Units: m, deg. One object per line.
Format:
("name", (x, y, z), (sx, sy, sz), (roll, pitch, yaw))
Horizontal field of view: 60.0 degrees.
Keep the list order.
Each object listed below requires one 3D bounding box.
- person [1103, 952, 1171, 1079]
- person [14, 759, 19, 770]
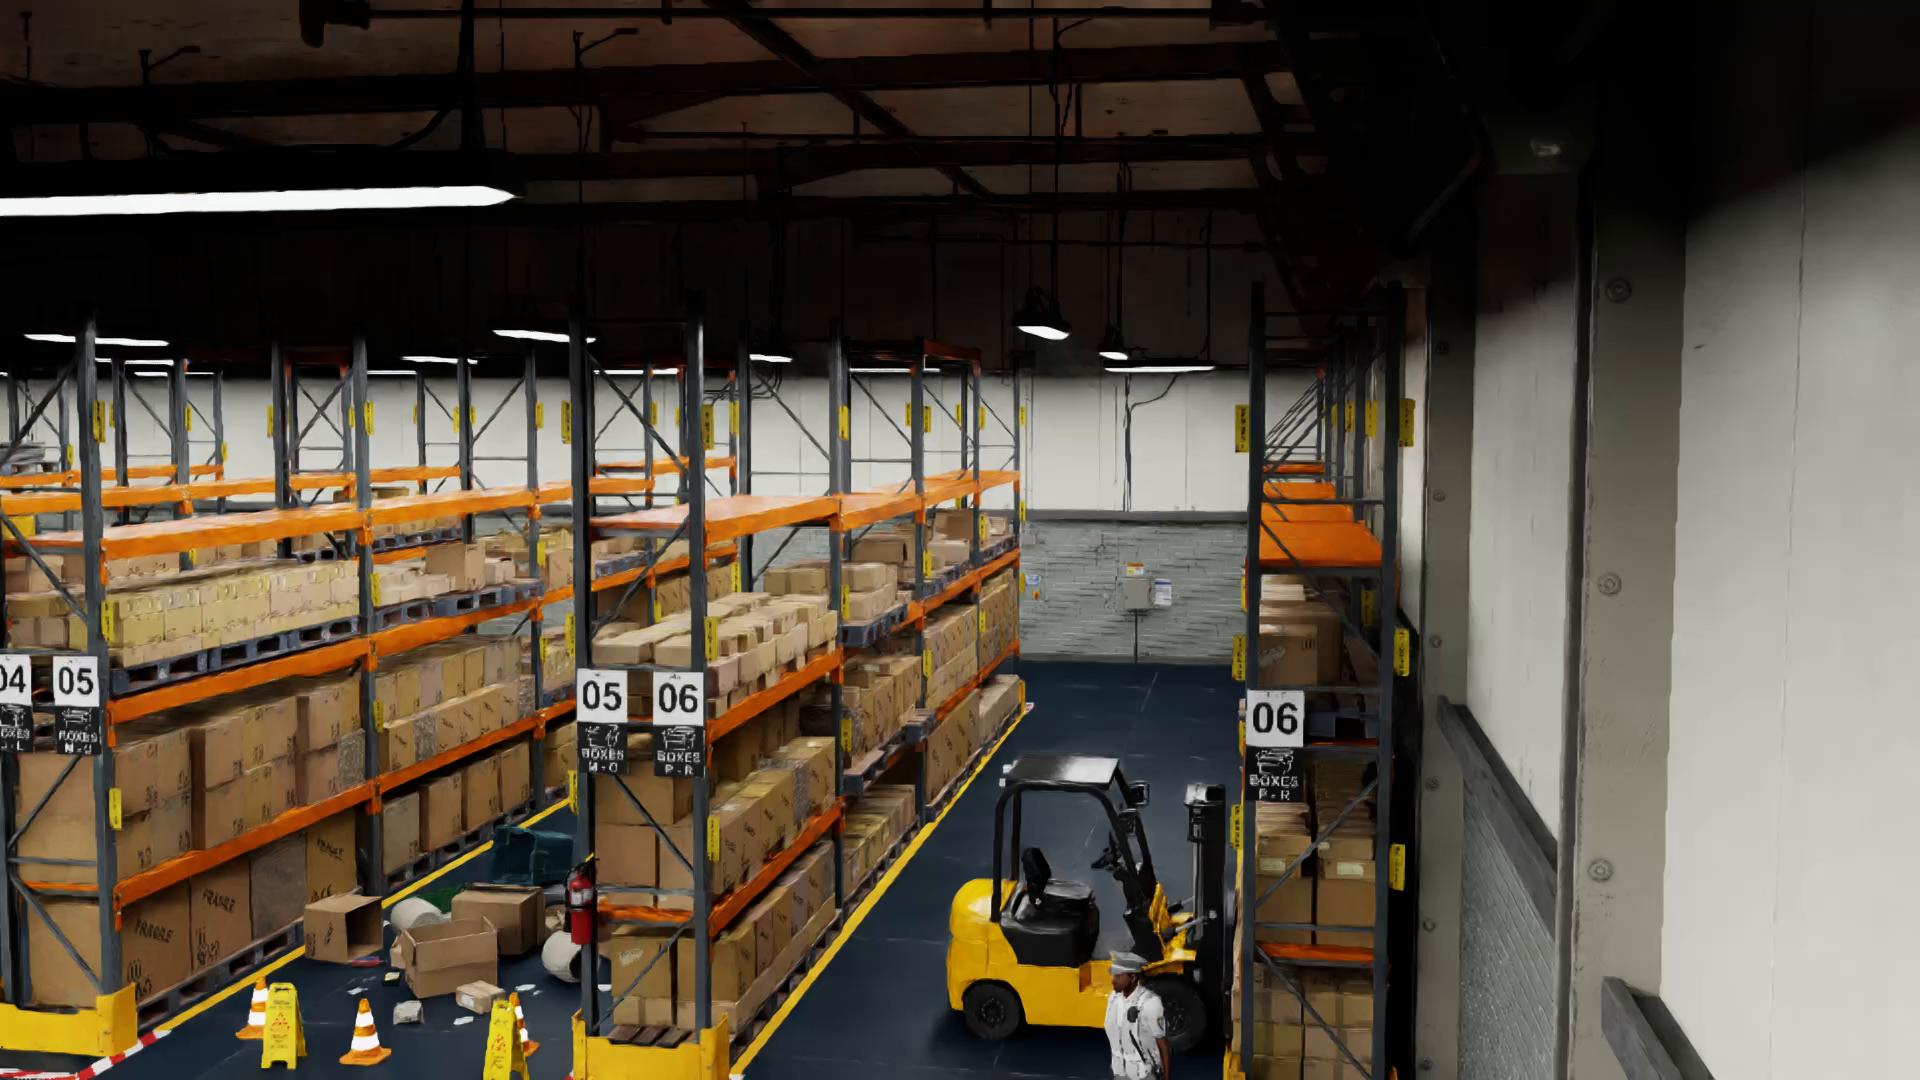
("person", (1.215, 3.469, 10.797), (0.525, 1.669, 0.524), (-4, 6, -42))
("person", (-12.967, 2.557, 22.645), (0.625, 1.596, 0.517), (1, 5, 8))
